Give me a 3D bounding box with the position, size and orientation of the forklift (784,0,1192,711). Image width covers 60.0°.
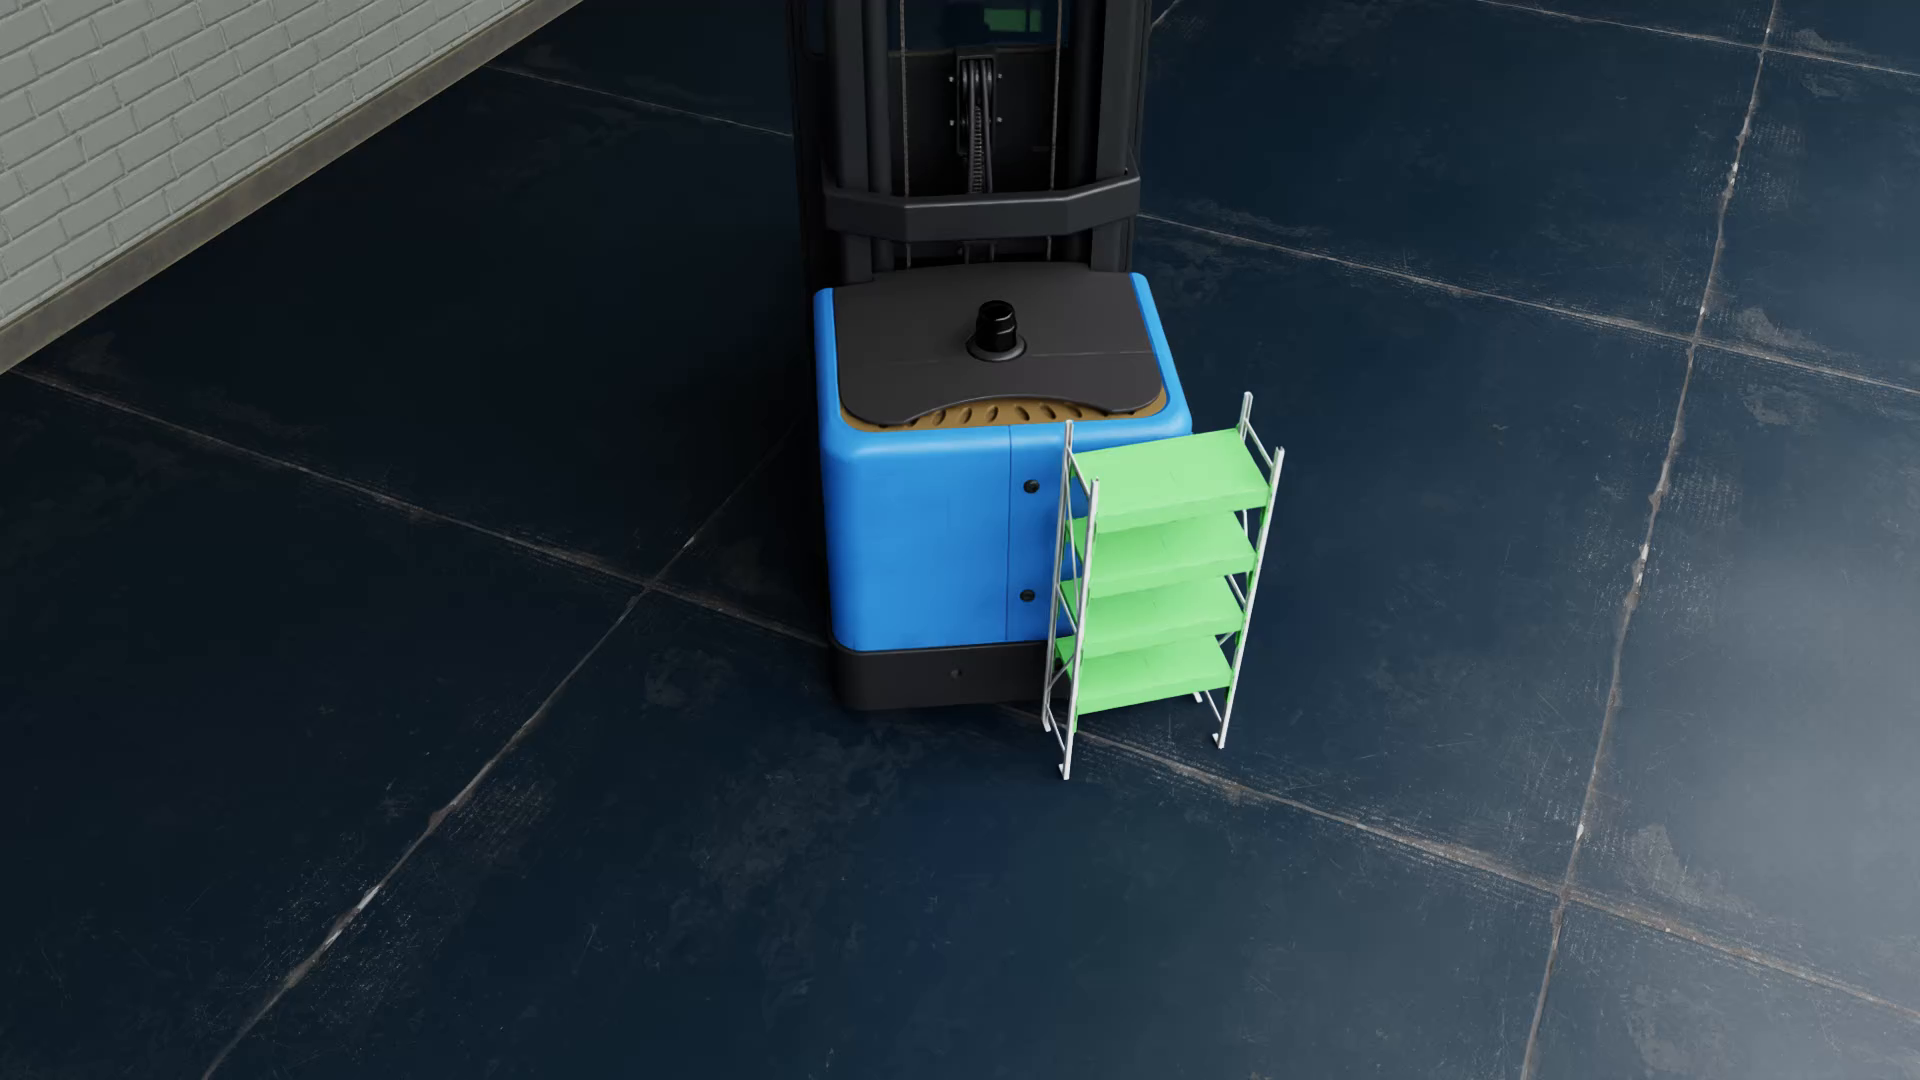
[{"bbox_3d":[0.001,-1.548,5.298,1.130,2.935,3.031,-3,41,-4],"label":"forklift"}]

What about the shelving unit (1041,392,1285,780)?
[{"bbox_3d":[0.532,0.162,4.634,0.503,1.200,0.258,-10,46,-11],"label":"shelving unit"}]

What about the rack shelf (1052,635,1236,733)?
[{"bbox_3d":[0.527,0.378,4.848,0.480,0.148,0.258,-10,46,-11],"label":"rack shelf"}]

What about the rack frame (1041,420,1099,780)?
[{"bbox_3d":[0.296,0.202,4.588,0.015,1.200,0.240,-10,46,-11],"label":"rack frame"}]

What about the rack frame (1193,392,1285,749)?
[{"bbox_3d":[0.769,0.122,4.680,0.015,1.200,0.240,-10,46,-11],"label":"rack frame"}]

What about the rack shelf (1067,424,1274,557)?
[{"bbox_3d":[0.539,-0.133,4.341,0.480,0.148,0.258,-10,46,-11],"label":"rack shelf"}]

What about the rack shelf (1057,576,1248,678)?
[{"bbox_3d":[0.531,0.207,4.679,0.480,0.148,0.258,-10,46,-11],"label":"rack shelf"}]

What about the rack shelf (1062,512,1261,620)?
[{"bbox_3d":[0.535,0.037,4.510,0.480,0.148,0.258,-10,46,-11],"label":"rack shelf"}]
